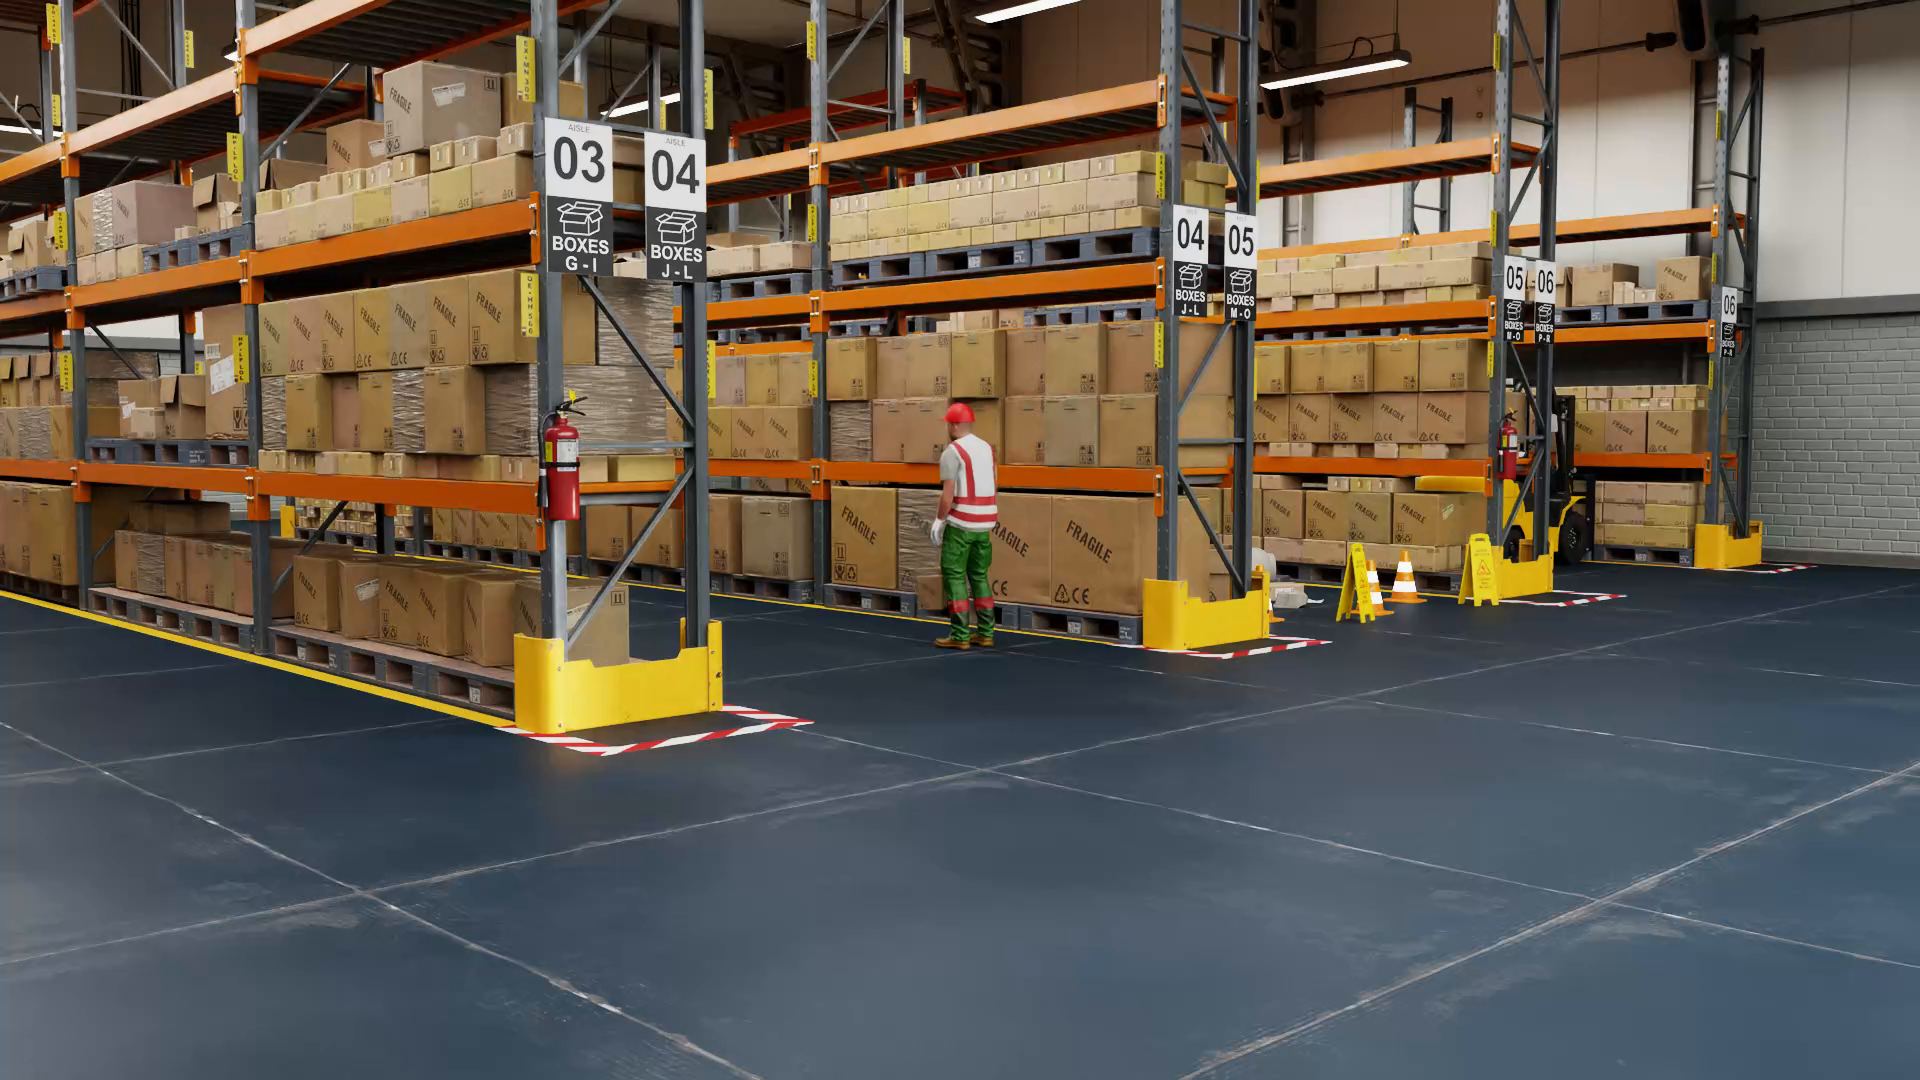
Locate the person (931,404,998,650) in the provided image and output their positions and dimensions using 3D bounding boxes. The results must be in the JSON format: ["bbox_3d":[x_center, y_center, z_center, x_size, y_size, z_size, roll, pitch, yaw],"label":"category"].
[{"bbox_3d":[0.030,-0.103,12.137,0.608,1.779,0.453,-4,5,-44],"label":"person"}]
